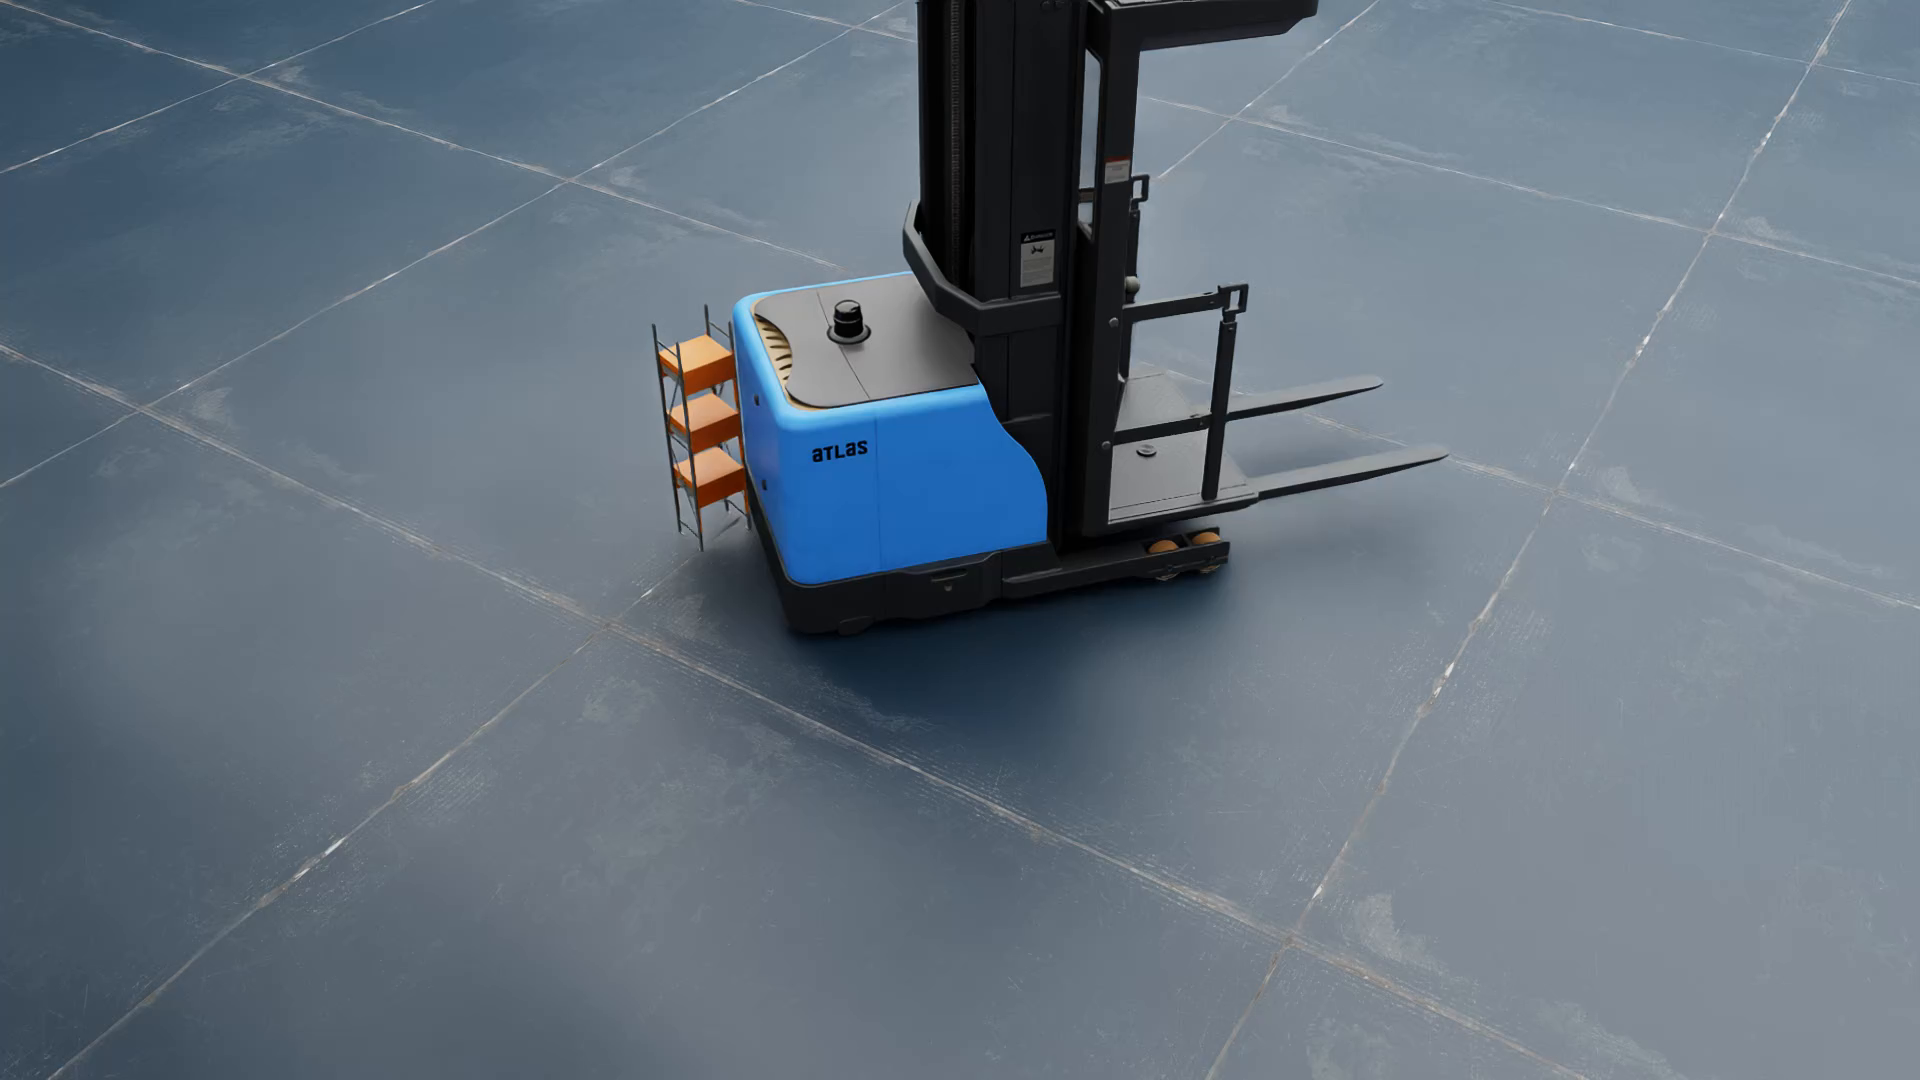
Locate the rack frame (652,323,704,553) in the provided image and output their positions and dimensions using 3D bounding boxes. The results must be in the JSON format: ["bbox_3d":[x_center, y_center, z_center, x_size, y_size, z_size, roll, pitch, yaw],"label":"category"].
[{"bbox_3d":[-1.169,-0.405,6.916,0.008,1.050,0.200,-26,45,-30],"label":"rack frame"}]

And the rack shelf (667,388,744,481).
[{"bbox_3d":[-1.074,-0.444,6.983,0.240,0.259,0.215,-26,45,-30],"label":"rack shelf"}]

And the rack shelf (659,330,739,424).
[{"bbox_3d":[-1.074,-0.668,6.810,0.240,0.259,0.215,-26,45,-30],"label":"rack shelf"}]

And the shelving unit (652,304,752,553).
[{"bbox_3d":[-1.074,-0.452,6.977,0.252,1.050,0.215,-26,45,-30],"label":"shelving unit"}]

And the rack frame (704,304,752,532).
[{"bbox_3d":[-0.979,-0.499,7.037,0.008,1.050,0.200,-26,45,-30],"label":"rack frame"}]

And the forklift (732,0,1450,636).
[{"bbox_3d":[0.633,-1.291,6.524,3.031,2.935,1.130,-11,39,-13],"label":"forklift"}]

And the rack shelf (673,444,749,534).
[{"bbox_3d":[-1.074,-0.224,7.153,0.240,0.259,0.215,-26,45,-30],"label":"rack shelf"}]
